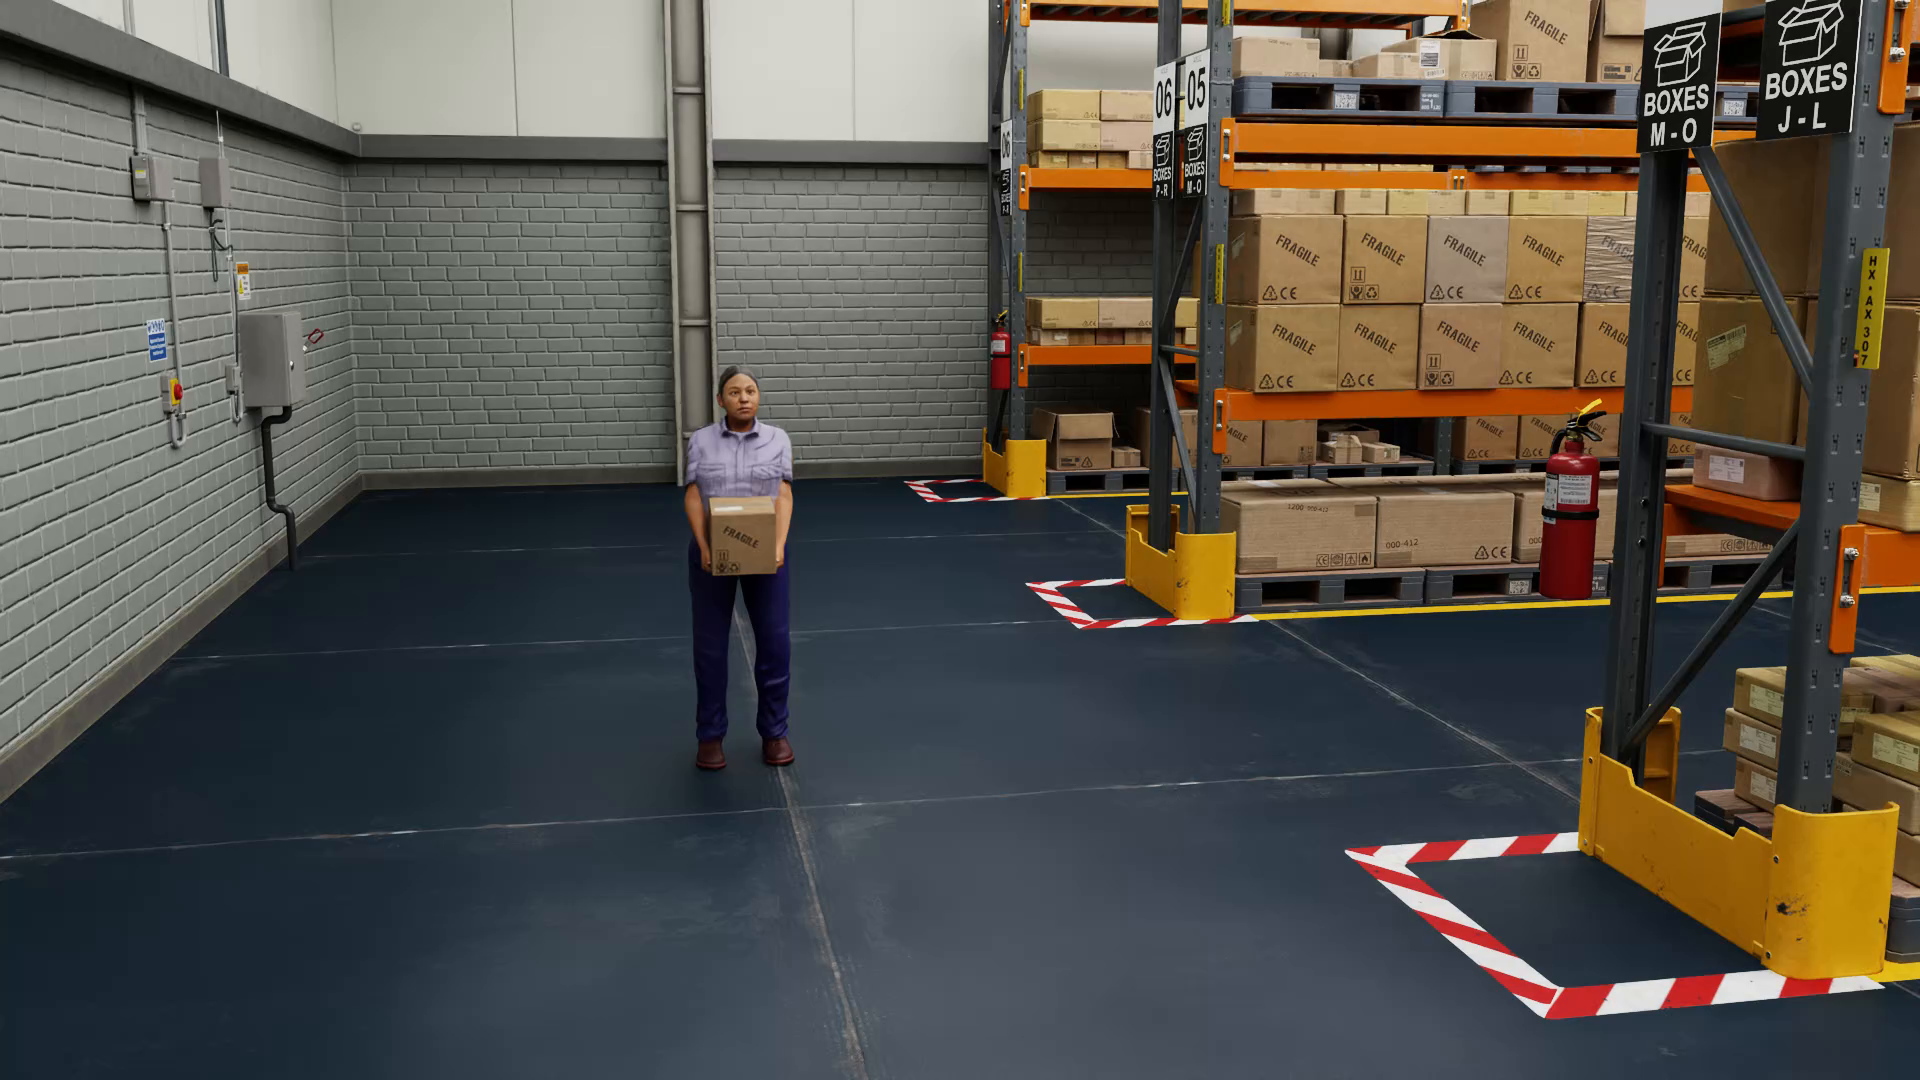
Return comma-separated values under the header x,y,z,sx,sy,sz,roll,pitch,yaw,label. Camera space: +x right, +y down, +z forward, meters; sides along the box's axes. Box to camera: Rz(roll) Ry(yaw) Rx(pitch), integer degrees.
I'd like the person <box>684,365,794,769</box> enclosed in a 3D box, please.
x,y,z,sx,sy,sz,roll,pitch,yaw,label
-0.889,0.118,6.779,0.449,1.643,0.522,-2,10,-10,person
